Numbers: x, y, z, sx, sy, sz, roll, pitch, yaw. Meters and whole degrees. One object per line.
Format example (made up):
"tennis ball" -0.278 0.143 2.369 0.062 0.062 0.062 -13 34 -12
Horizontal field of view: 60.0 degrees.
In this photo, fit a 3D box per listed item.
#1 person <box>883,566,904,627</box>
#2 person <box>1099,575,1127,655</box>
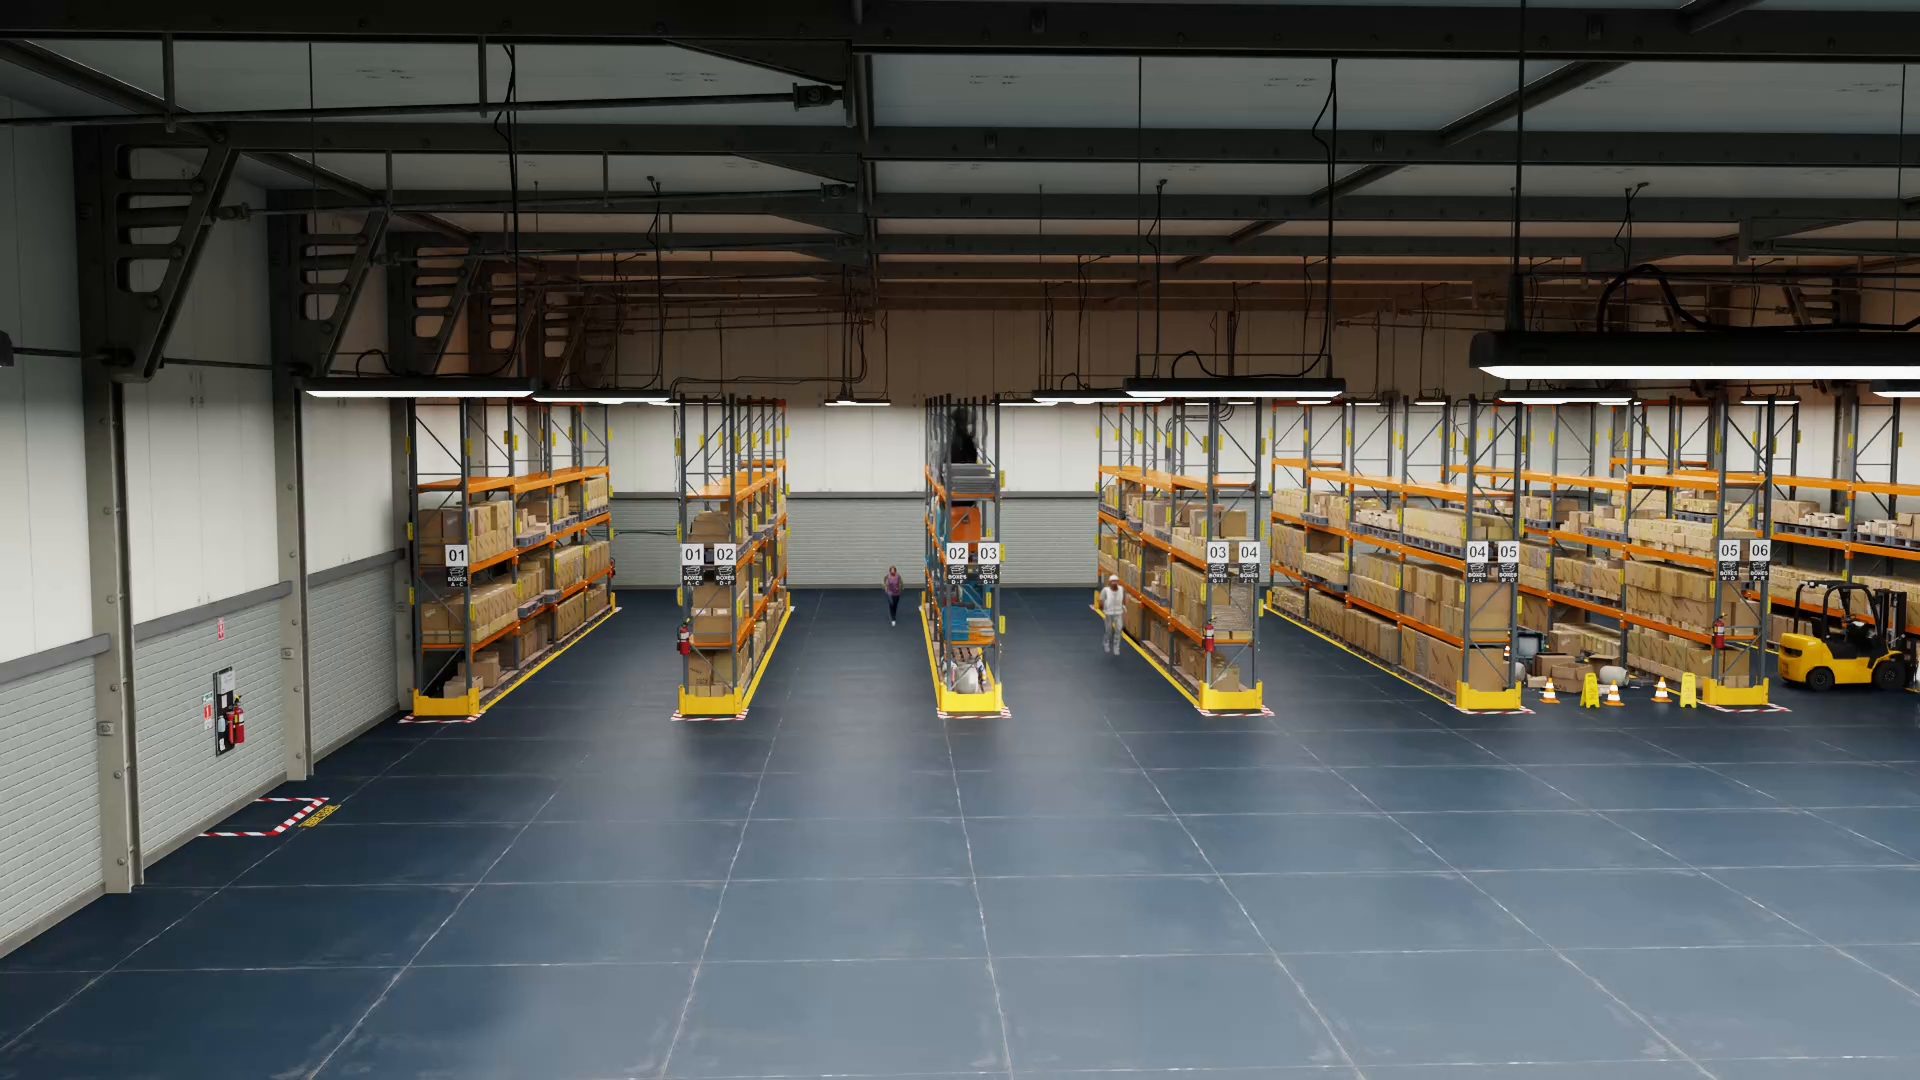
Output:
"person" -1.769 1.457 44.118 0.541 1.587 1.000 0 5 -6
"person" 3.408 1.652 37.021 0.668 1.779 0.857 -1 5 -8
